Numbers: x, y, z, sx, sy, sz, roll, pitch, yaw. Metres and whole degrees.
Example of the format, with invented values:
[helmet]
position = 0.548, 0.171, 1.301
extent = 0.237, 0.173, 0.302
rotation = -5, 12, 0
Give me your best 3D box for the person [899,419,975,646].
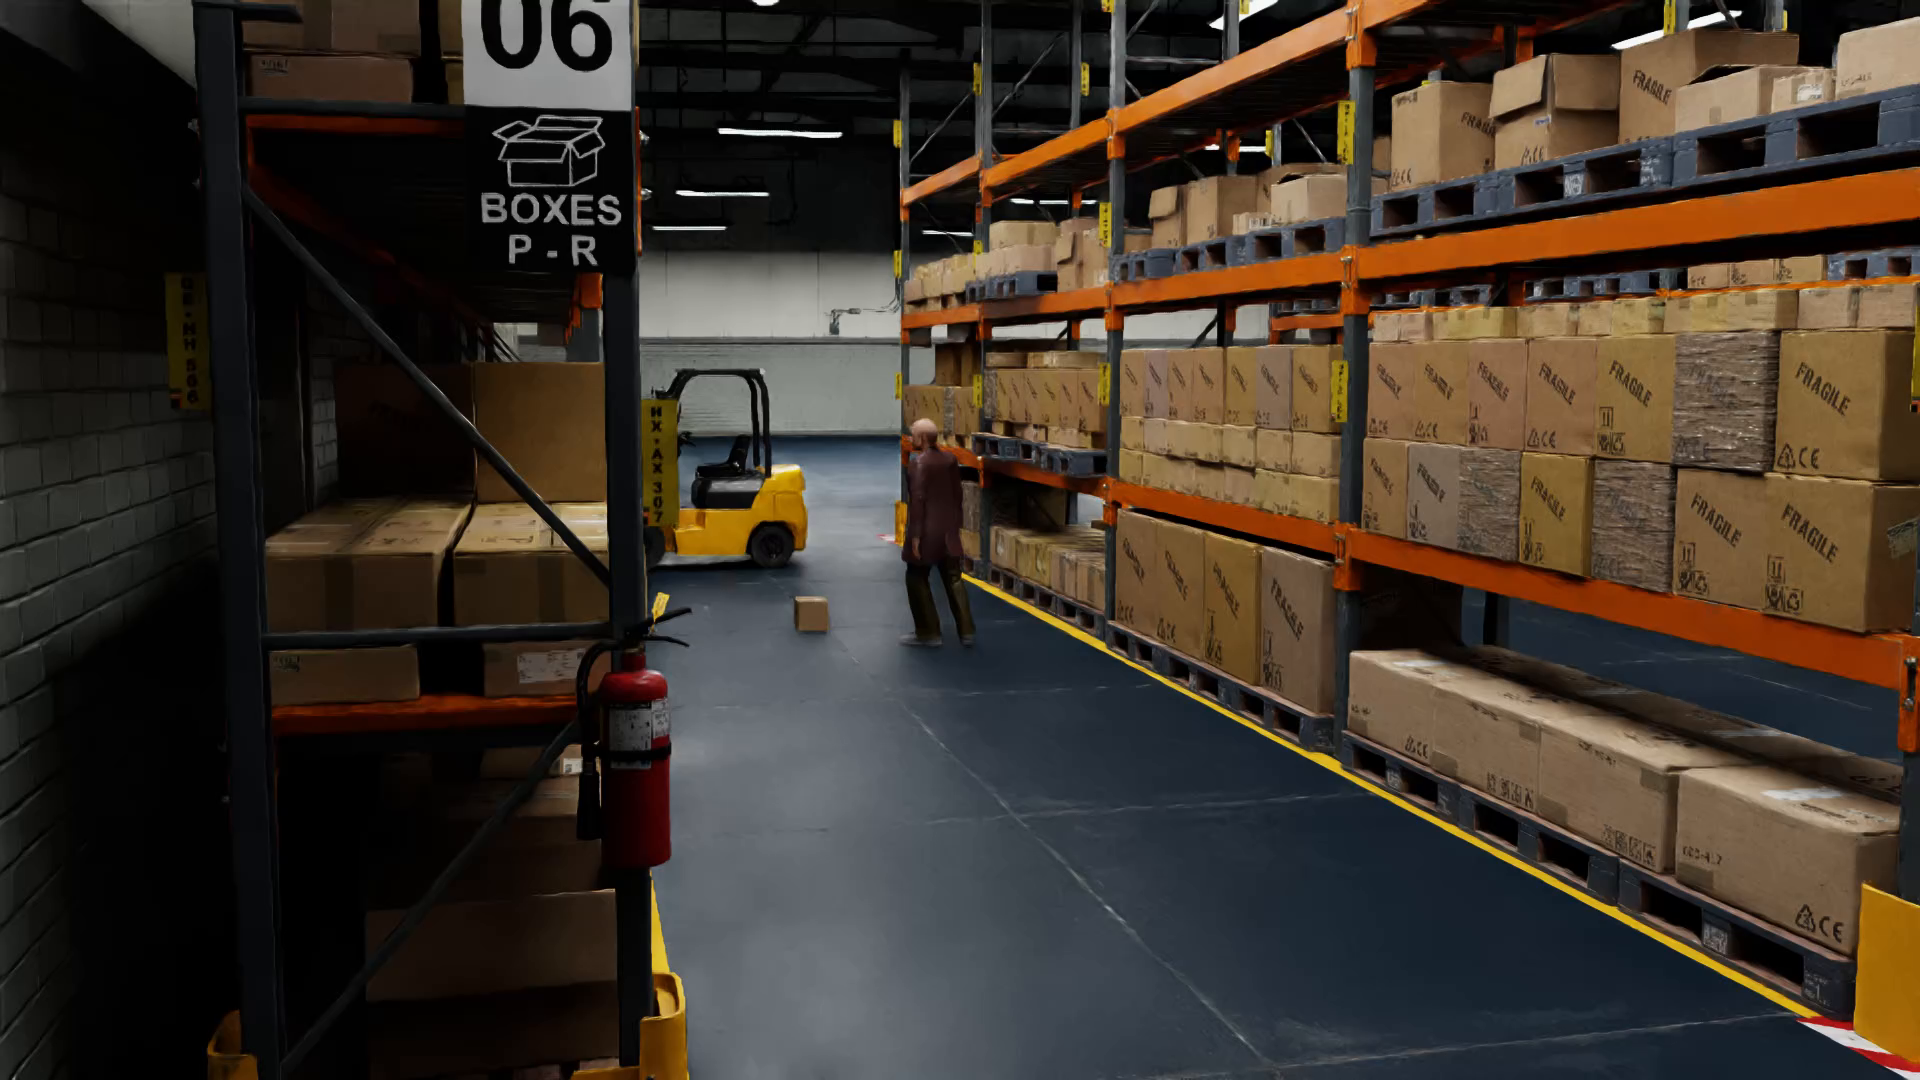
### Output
[person]
position = -0.175, -0.054, 12.906
extent = 0.626, 1.769, 0.611
rotation = 6, 8, 43
